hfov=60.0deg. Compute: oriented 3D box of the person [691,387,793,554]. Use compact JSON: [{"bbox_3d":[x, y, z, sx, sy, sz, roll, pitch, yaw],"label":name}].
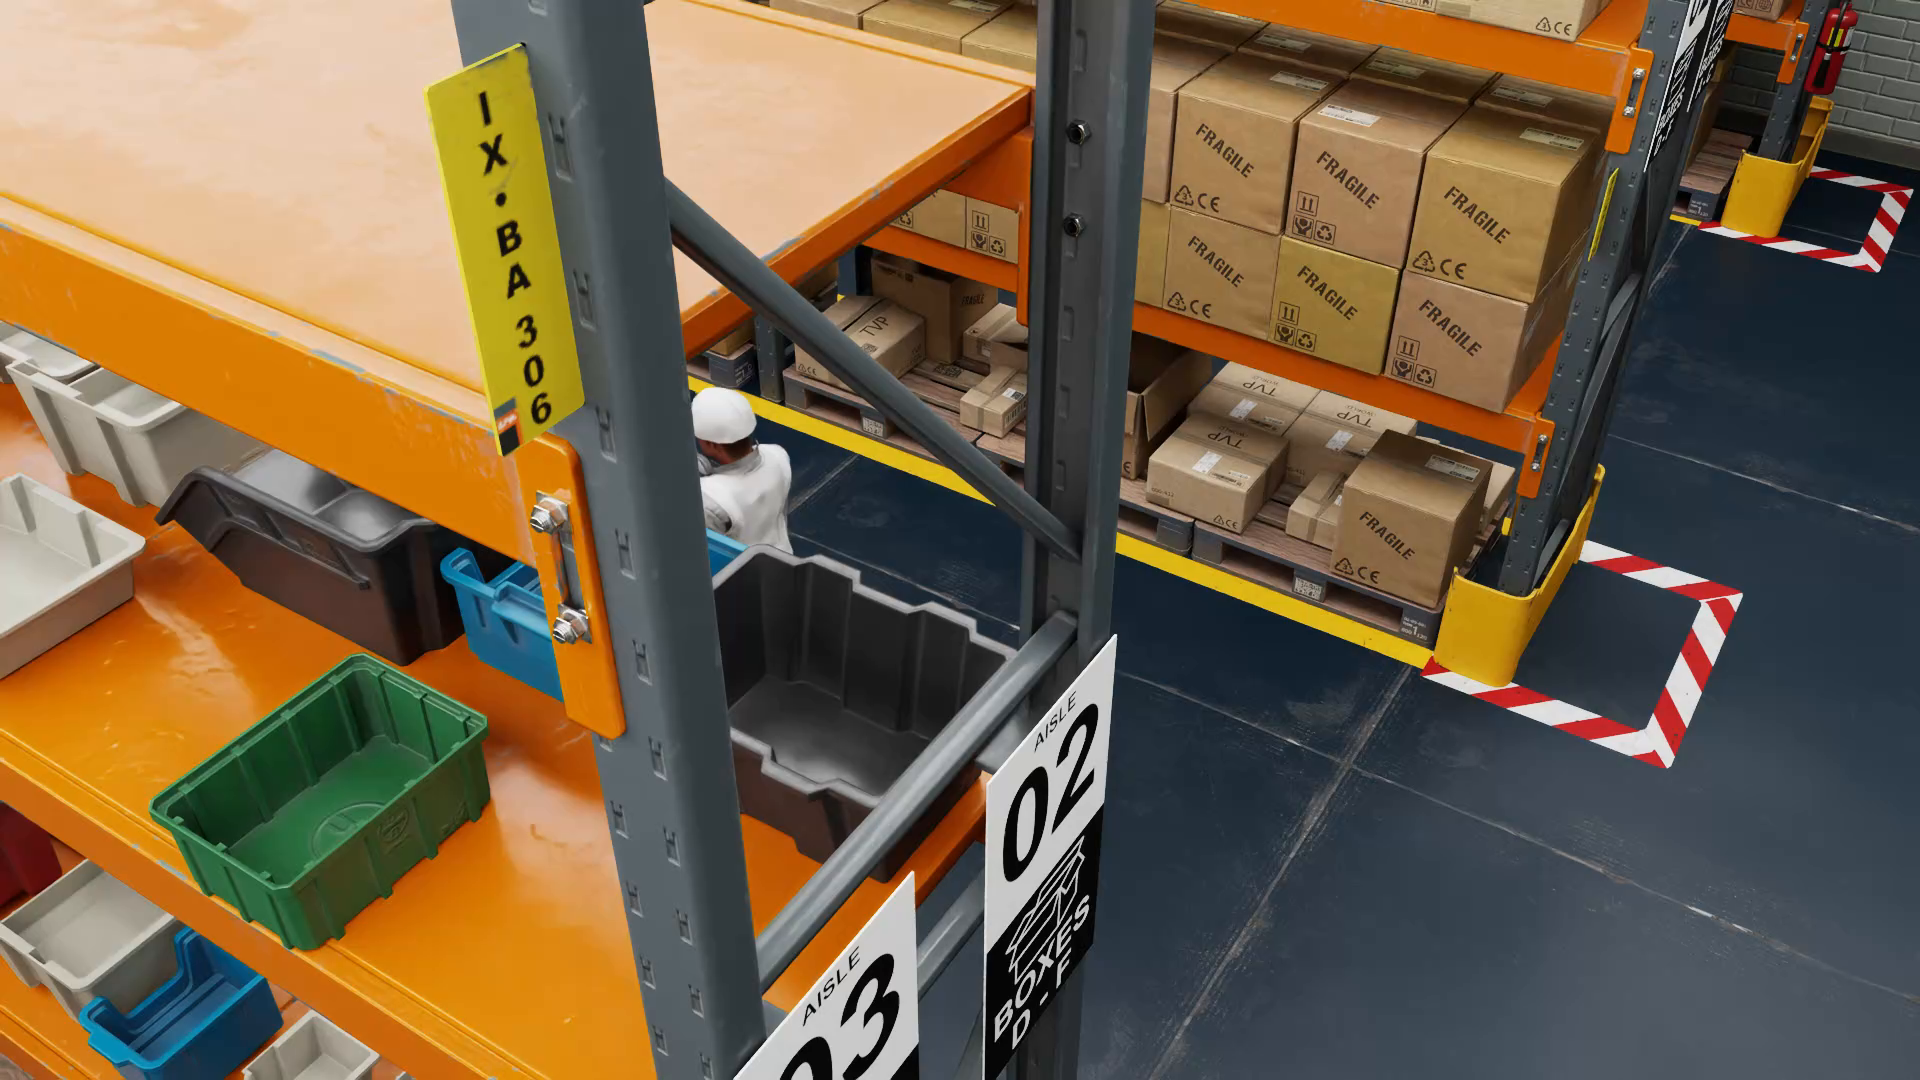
[{"bbox_3d":[-0.860,0.163,6.432,0.359,1.766,0.533,23,43,26],"label":"person"}]
